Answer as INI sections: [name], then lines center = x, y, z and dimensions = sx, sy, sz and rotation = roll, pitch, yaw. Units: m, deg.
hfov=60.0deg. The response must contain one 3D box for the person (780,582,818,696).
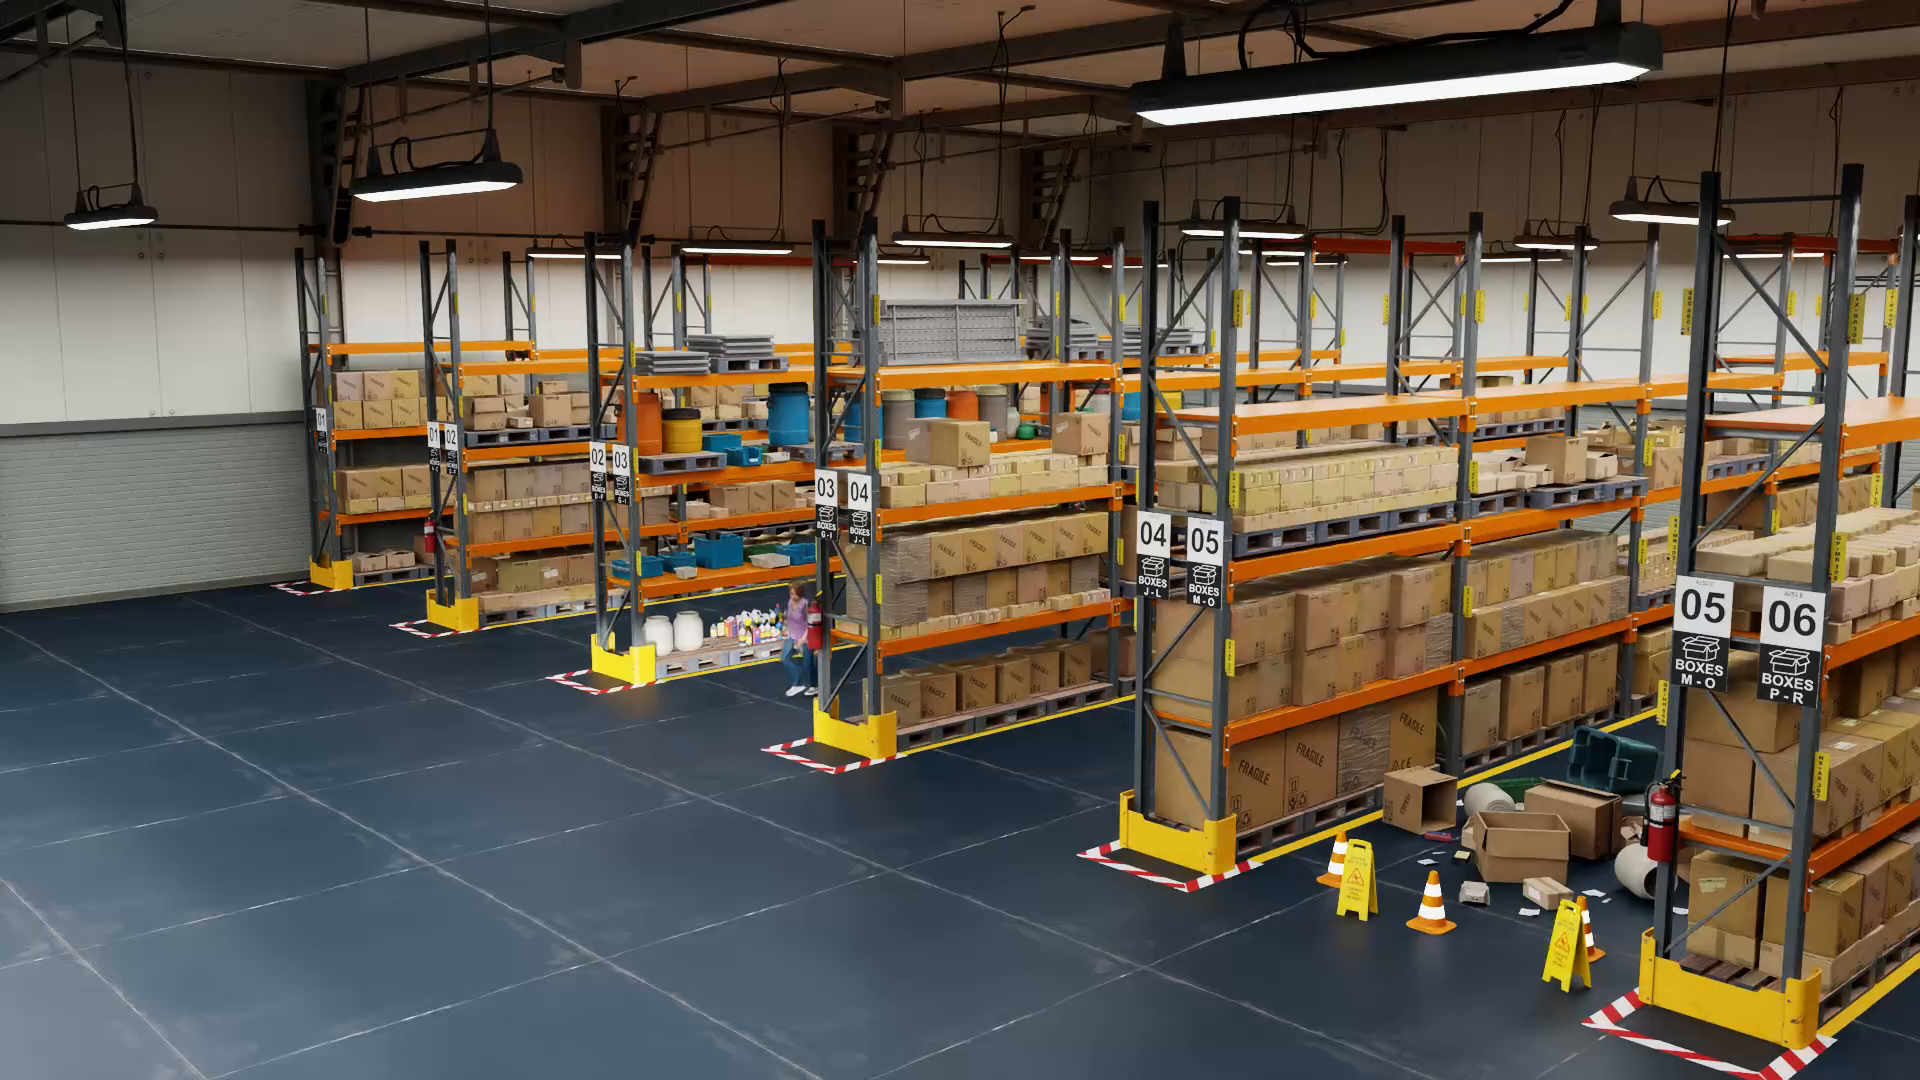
[person]
center = -2.001, 1.280, 21.319
dimensions = 0.509, 1.531, 0.725
rotation = 6, 10, 34
